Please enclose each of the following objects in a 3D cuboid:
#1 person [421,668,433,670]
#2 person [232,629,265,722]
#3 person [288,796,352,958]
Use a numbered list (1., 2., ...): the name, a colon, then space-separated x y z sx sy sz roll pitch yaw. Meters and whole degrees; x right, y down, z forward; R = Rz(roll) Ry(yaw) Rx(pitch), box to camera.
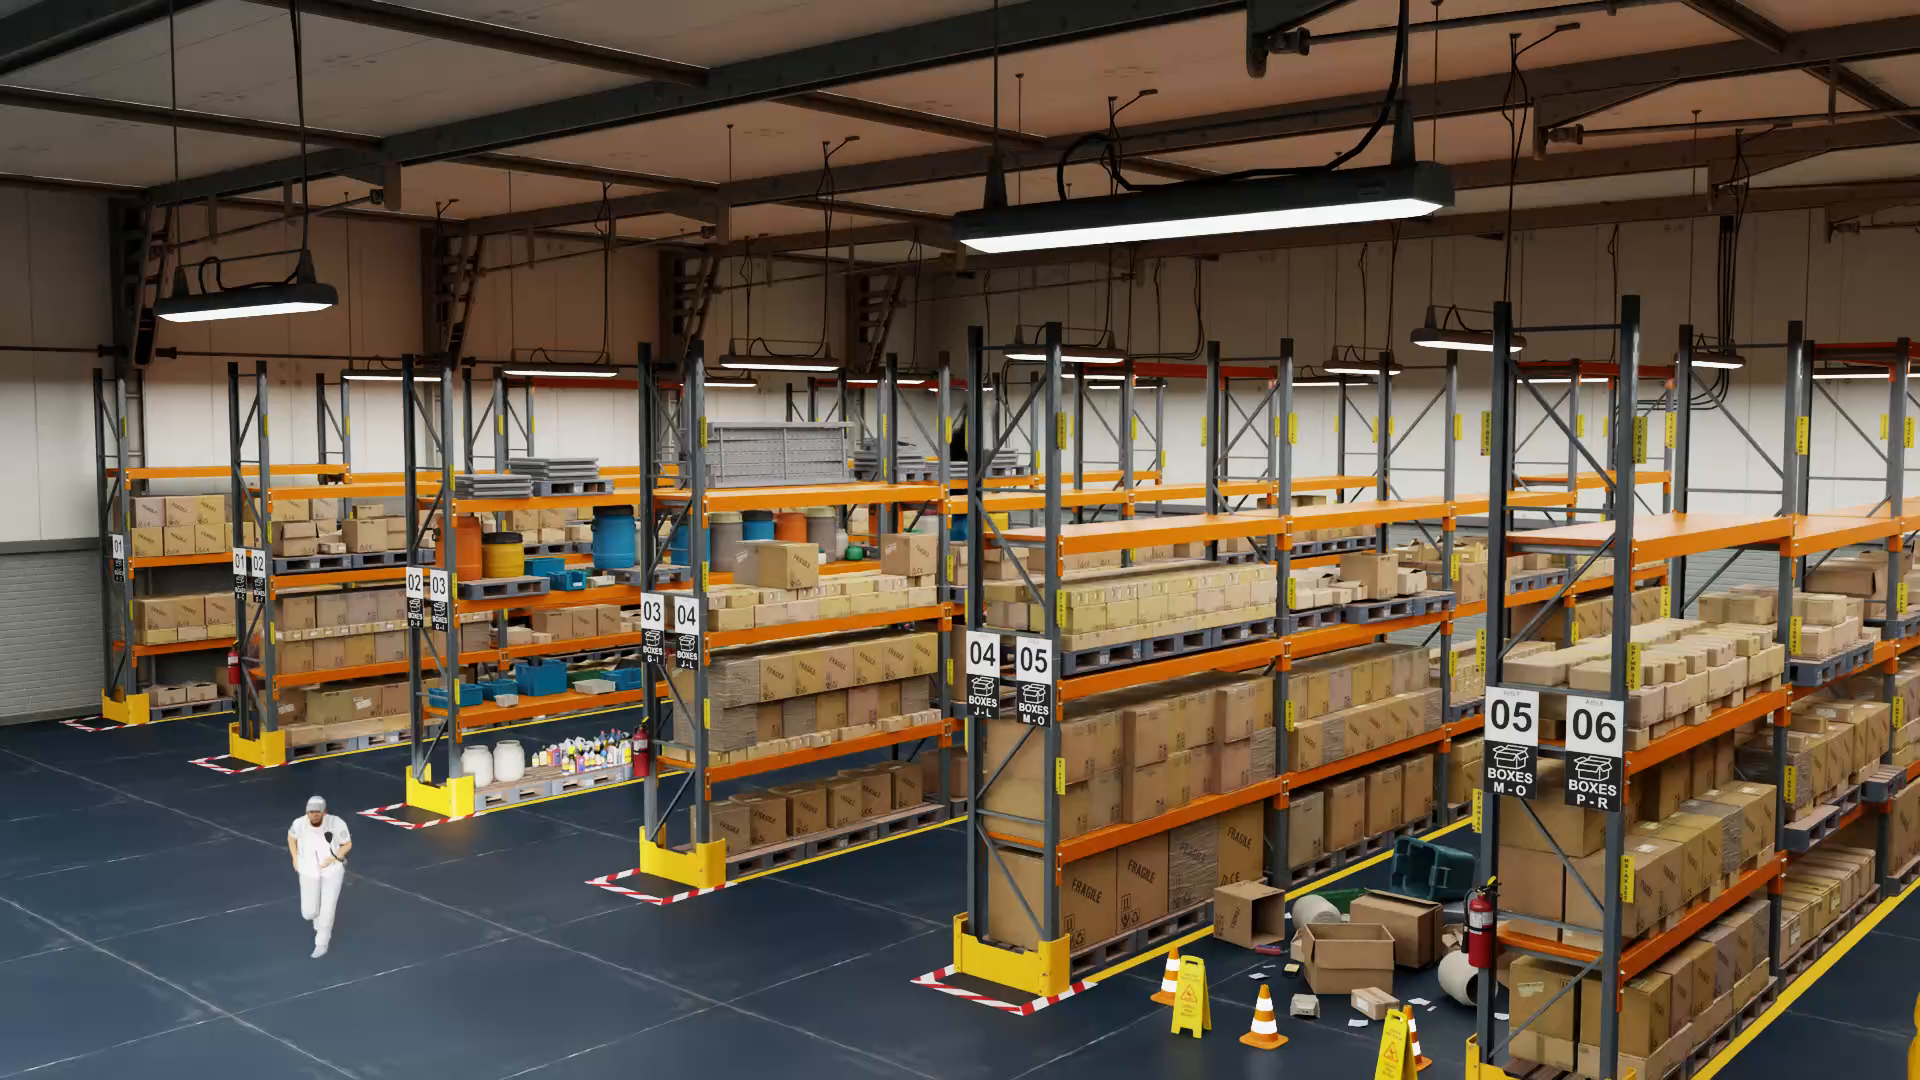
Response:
1. person: -9.263 2.165 28.980 0.692 1.762 0.956 3 5 38
2. person: -11.457 2.310 26.988 0.696 1.760 0.947 1 4 18
3. person: -6.152 3.215 15.992 0.596 1.599 0.713 -1 4 -15
